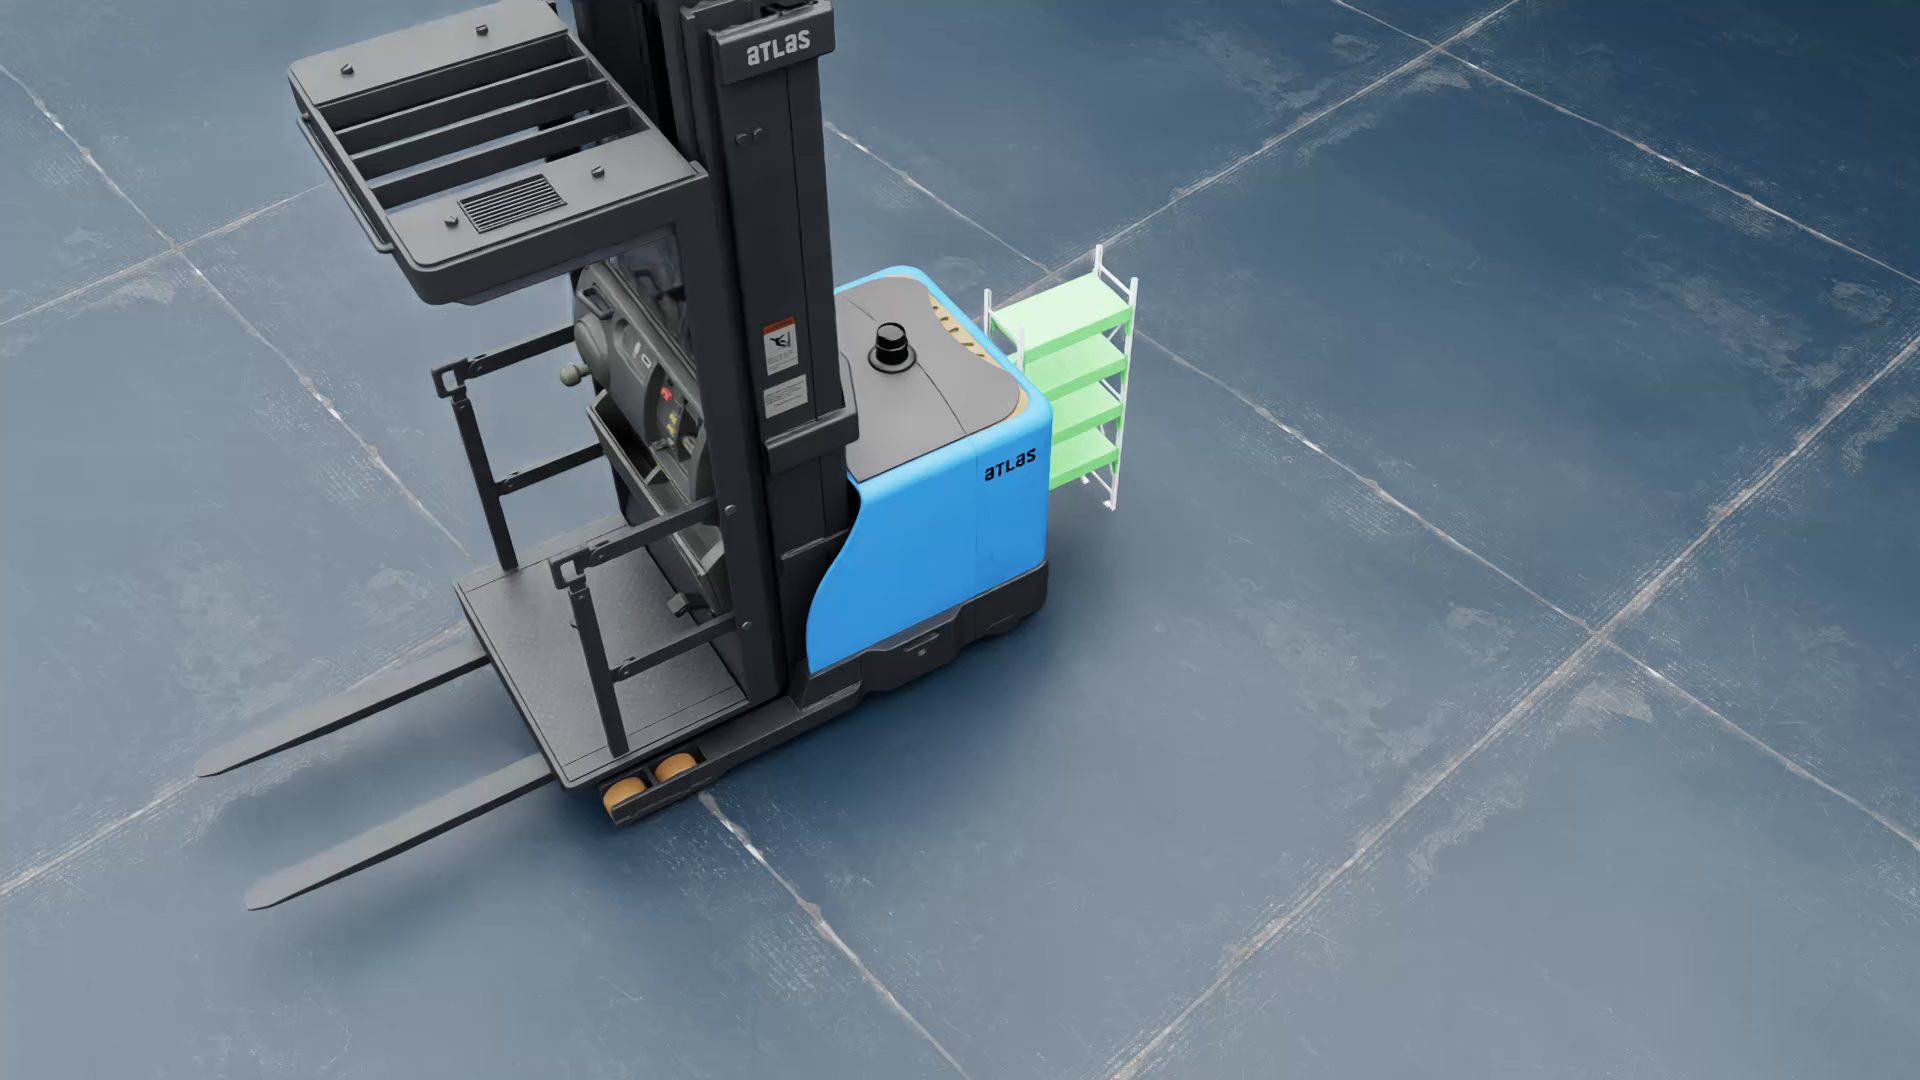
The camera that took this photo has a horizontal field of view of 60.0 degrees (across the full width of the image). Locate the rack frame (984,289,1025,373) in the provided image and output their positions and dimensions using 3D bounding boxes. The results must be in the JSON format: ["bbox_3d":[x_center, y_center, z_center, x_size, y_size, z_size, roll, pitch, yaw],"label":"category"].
[{"bbox_3d":[0.157,-0.414,6.316,0.015,1.200,0.240,-25,52,-21],"label":"rack frame"}]

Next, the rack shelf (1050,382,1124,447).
[{"bbox_3d":[0.364,-0.466,6.451,0.480,0.148,0.258,-25,52,-21],"label":"rack shelf"}]

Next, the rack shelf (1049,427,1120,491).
[{"bbox_3d":[0.364,-0.303,6.627,0.480,0.148,0.258,-25,52,-21],"label":"rack shelf"}]

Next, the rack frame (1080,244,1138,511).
[{"bbox_3d":[0.571,-0.605,6.492,0.015,1.200,0.240,-25,52,-21],"label":"rack frame"}]

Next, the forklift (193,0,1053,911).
[{"bbox_3d":[-1.184,-0.449,5.170,3.031,2.935,1.130,-25,52,-21],"label":"forklift"}]

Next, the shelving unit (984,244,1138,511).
[{"bbox_3d":[0.364,-0.509,6.404,0.503,1.200,0.258,-25,52,-21],"label":"shelving unit"}]

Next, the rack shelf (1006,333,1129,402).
[{"bbox_3d":[0.364,-0.629,6.274,0.480,0.148,0.258,-25,52,-21],"label":"rack shelf"}]

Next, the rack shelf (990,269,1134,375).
[{"bbox_3d":[0.364,-0.792,6.098,0.480,0.148,0.258,-25,52,-21],"label":"rack shelf"}]
